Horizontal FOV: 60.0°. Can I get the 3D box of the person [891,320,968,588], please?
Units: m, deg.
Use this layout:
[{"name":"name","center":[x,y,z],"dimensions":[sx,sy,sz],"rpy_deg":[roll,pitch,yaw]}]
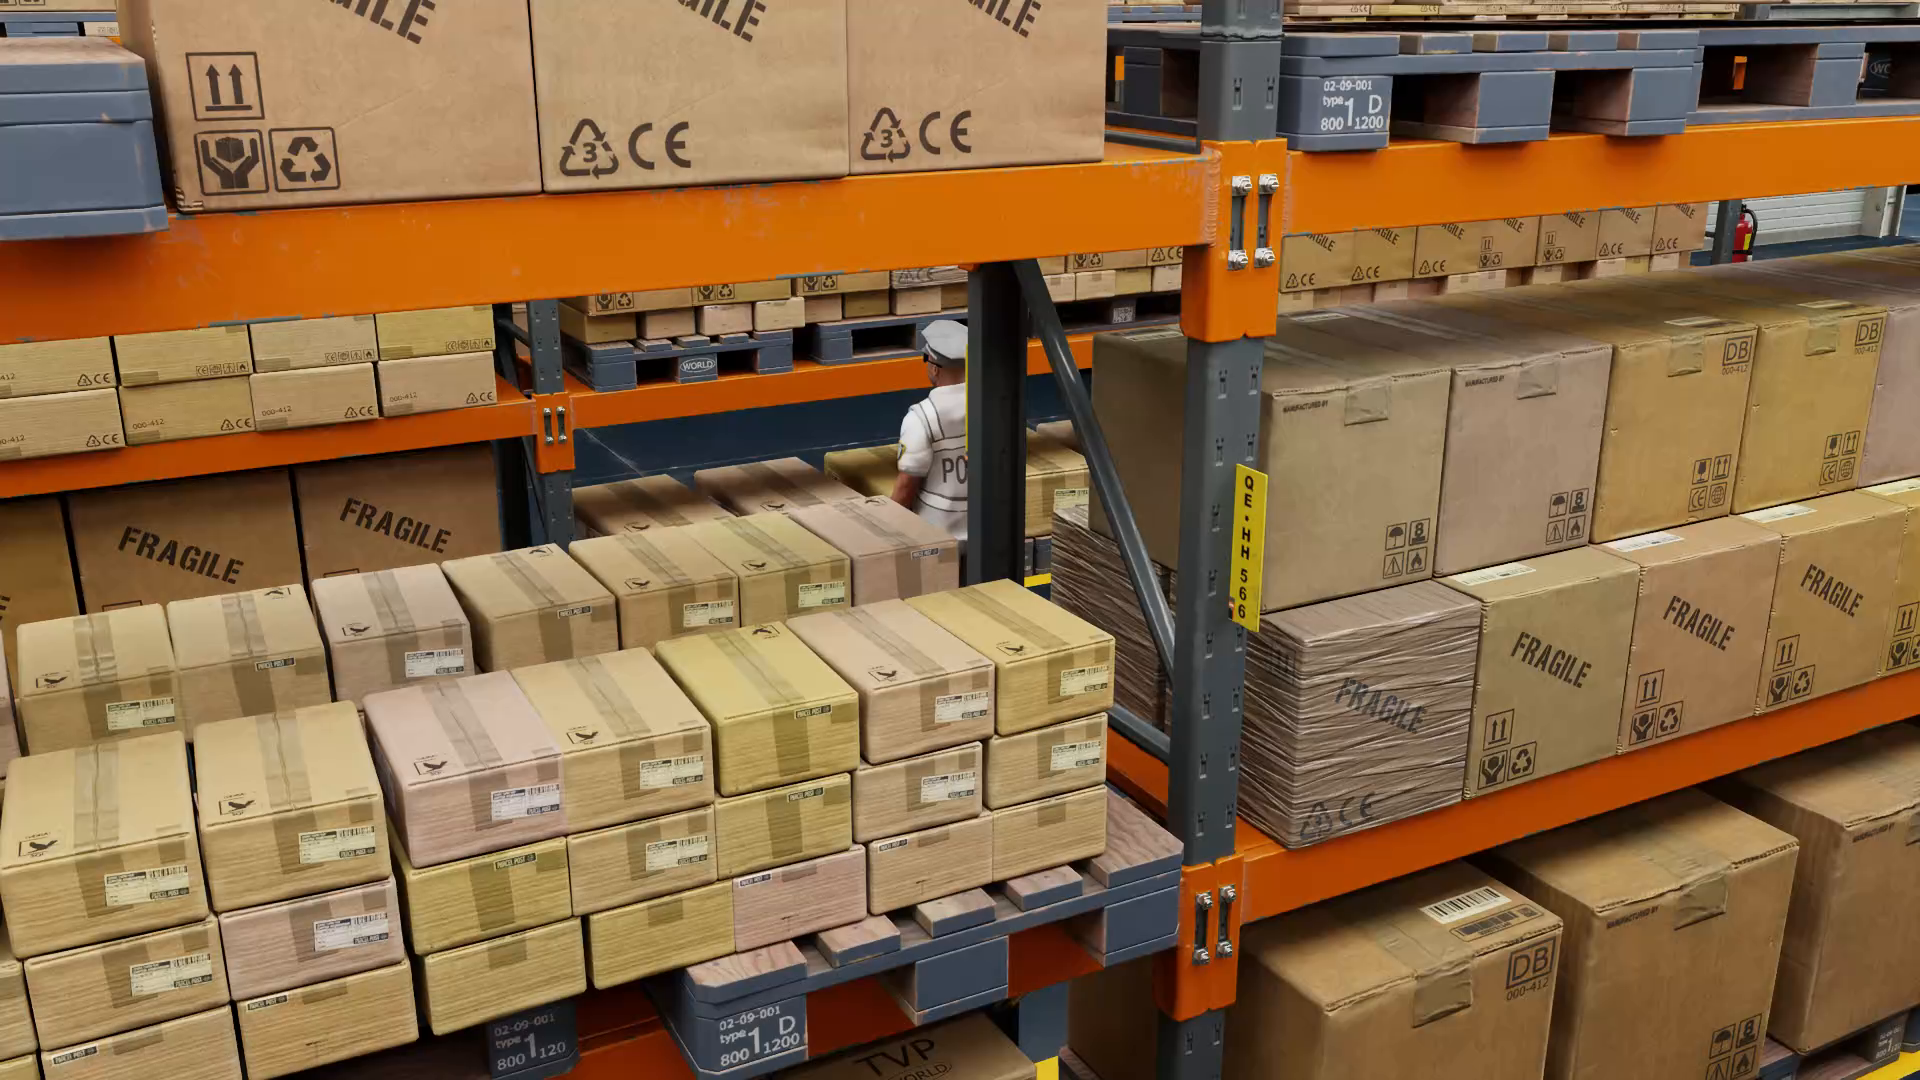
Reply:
[{"name":"person","center":[-0.062,-0.097,7.266],"dimensions":[0.640,1.780,0.575],"rpy_deg":[-10,21,-27]}]
